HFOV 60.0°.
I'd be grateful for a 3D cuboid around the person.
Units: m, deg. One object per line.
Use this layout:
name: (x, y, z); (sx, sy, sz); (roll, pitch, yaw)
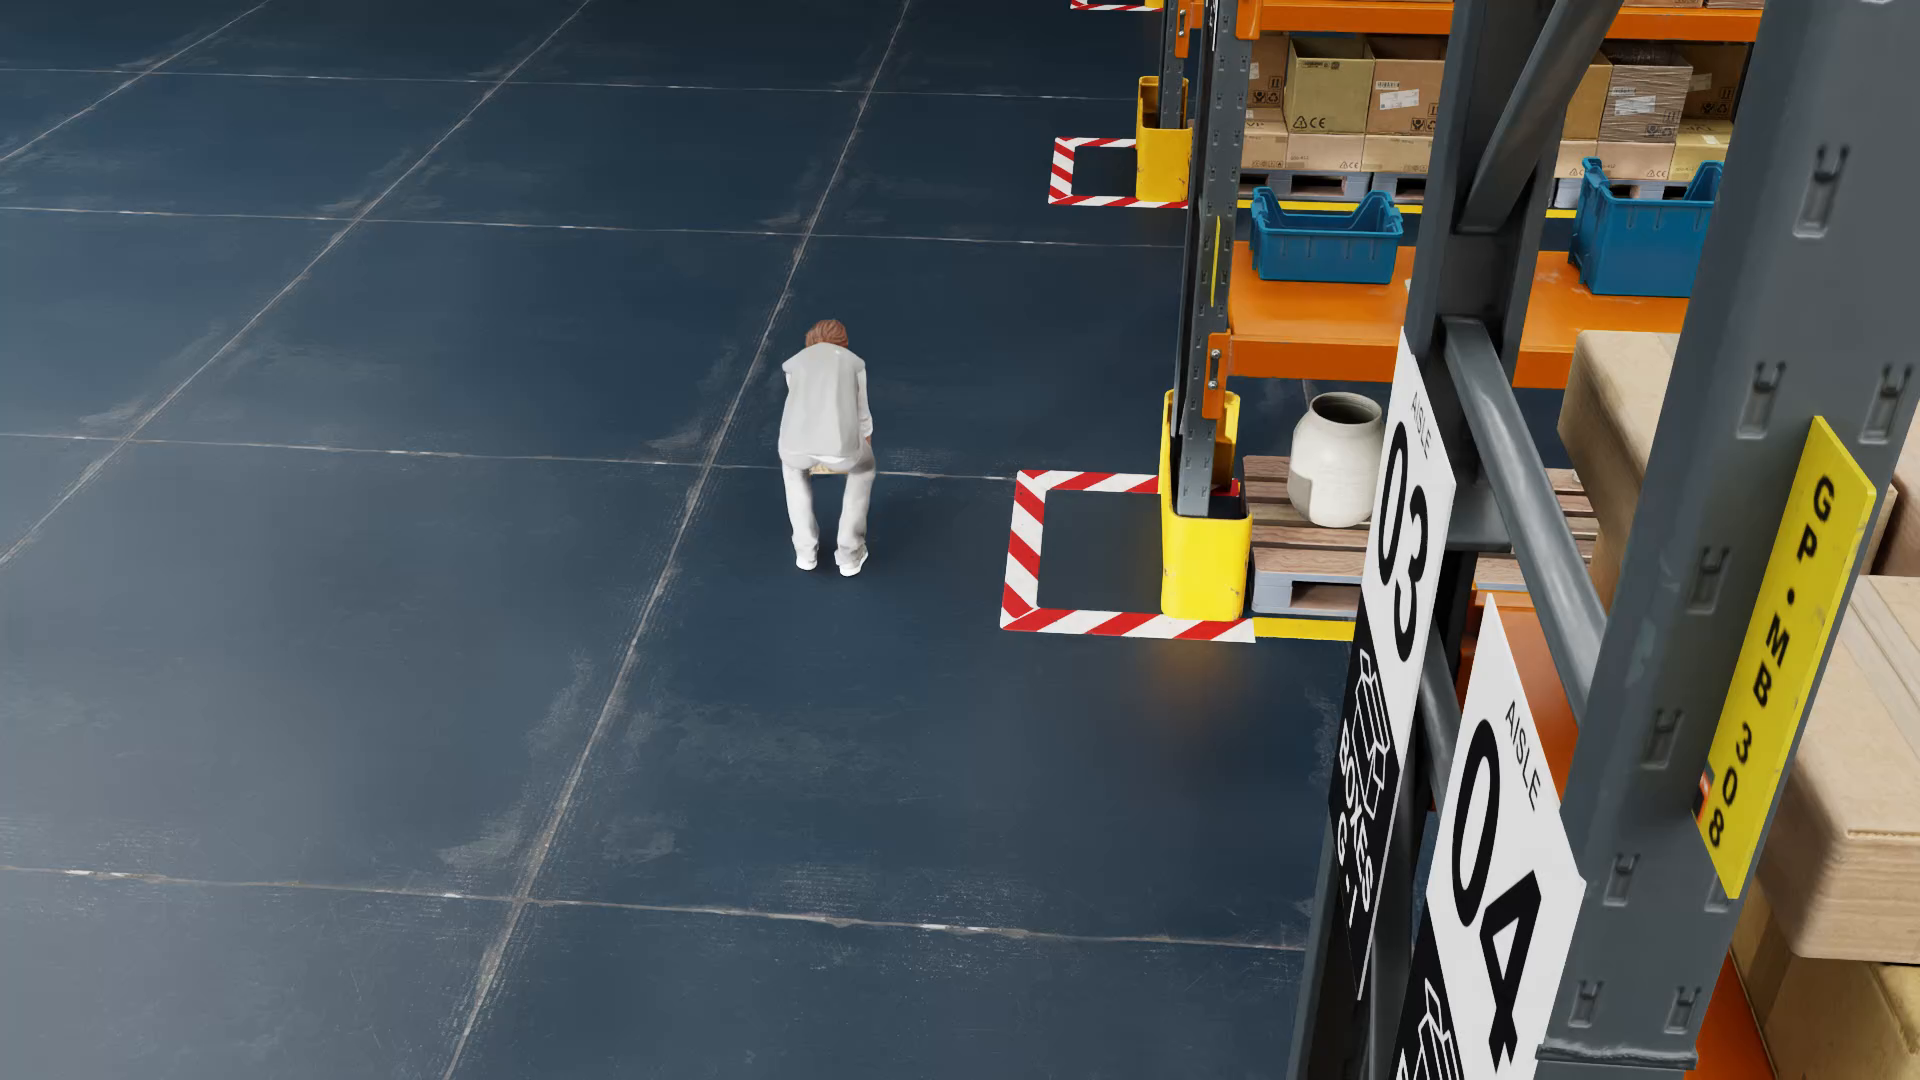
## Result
person: (-0.579, -0.381, 7.354); (0.417, 0.947, 0.861); (1, 32, 2)
